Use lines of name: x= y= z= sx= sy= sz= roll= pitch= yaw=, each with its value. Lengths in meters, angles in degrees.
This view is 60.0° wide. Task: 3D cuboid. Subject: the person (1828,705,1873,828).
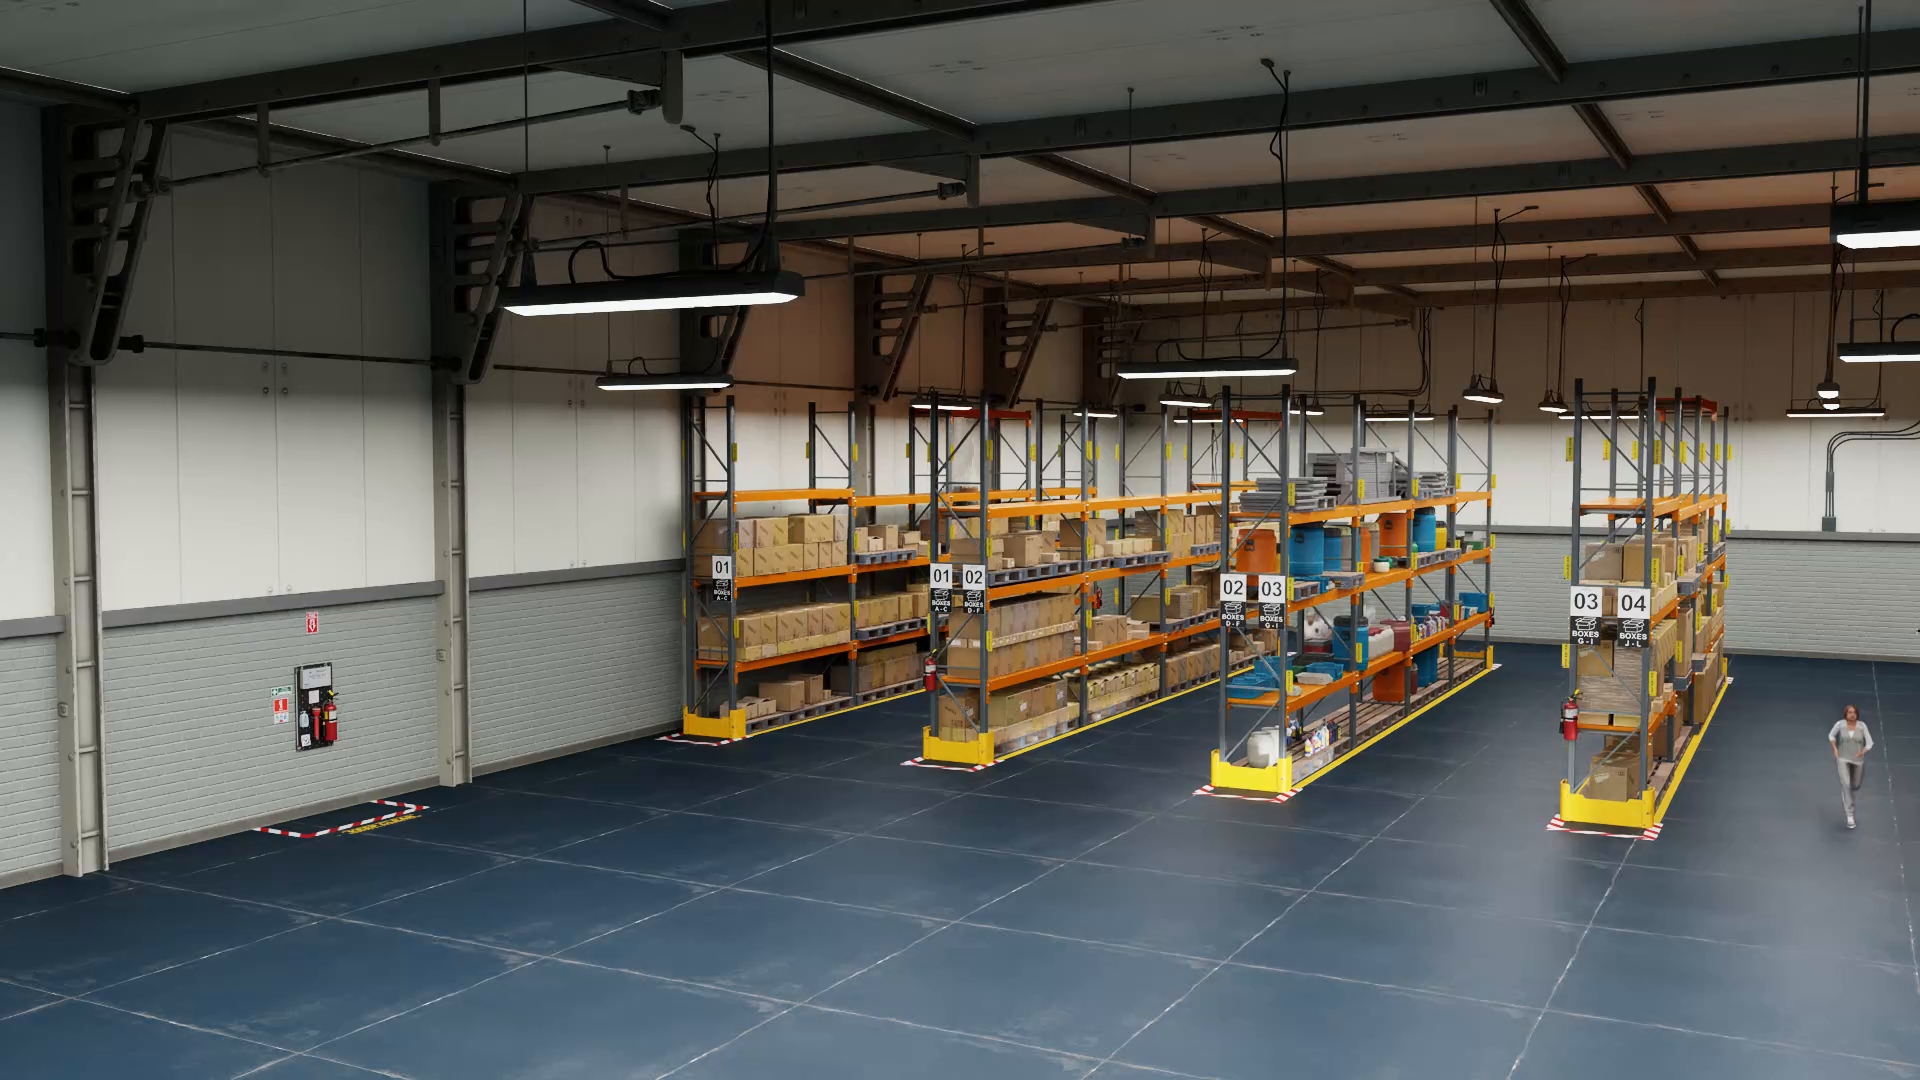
person: x=12.115 y=3.029 z=22.614 sx=0.508 sy=1.592 sz=1.032 roll=1 pitch=3 yaw=17

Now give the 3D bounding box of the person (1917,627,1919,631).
person: x=20.763 y=2.246 z=35.359 sx=0.706 sy=1.821 sz=0.633 roll=0 pitch=3 yaw=0

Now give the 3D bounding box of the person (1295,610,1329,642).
person: x=7.299 y=2.318 z=34.572 sx=0.686 sy=1.776 sz=0.921 roll=2 pitch=3 yaw=27
